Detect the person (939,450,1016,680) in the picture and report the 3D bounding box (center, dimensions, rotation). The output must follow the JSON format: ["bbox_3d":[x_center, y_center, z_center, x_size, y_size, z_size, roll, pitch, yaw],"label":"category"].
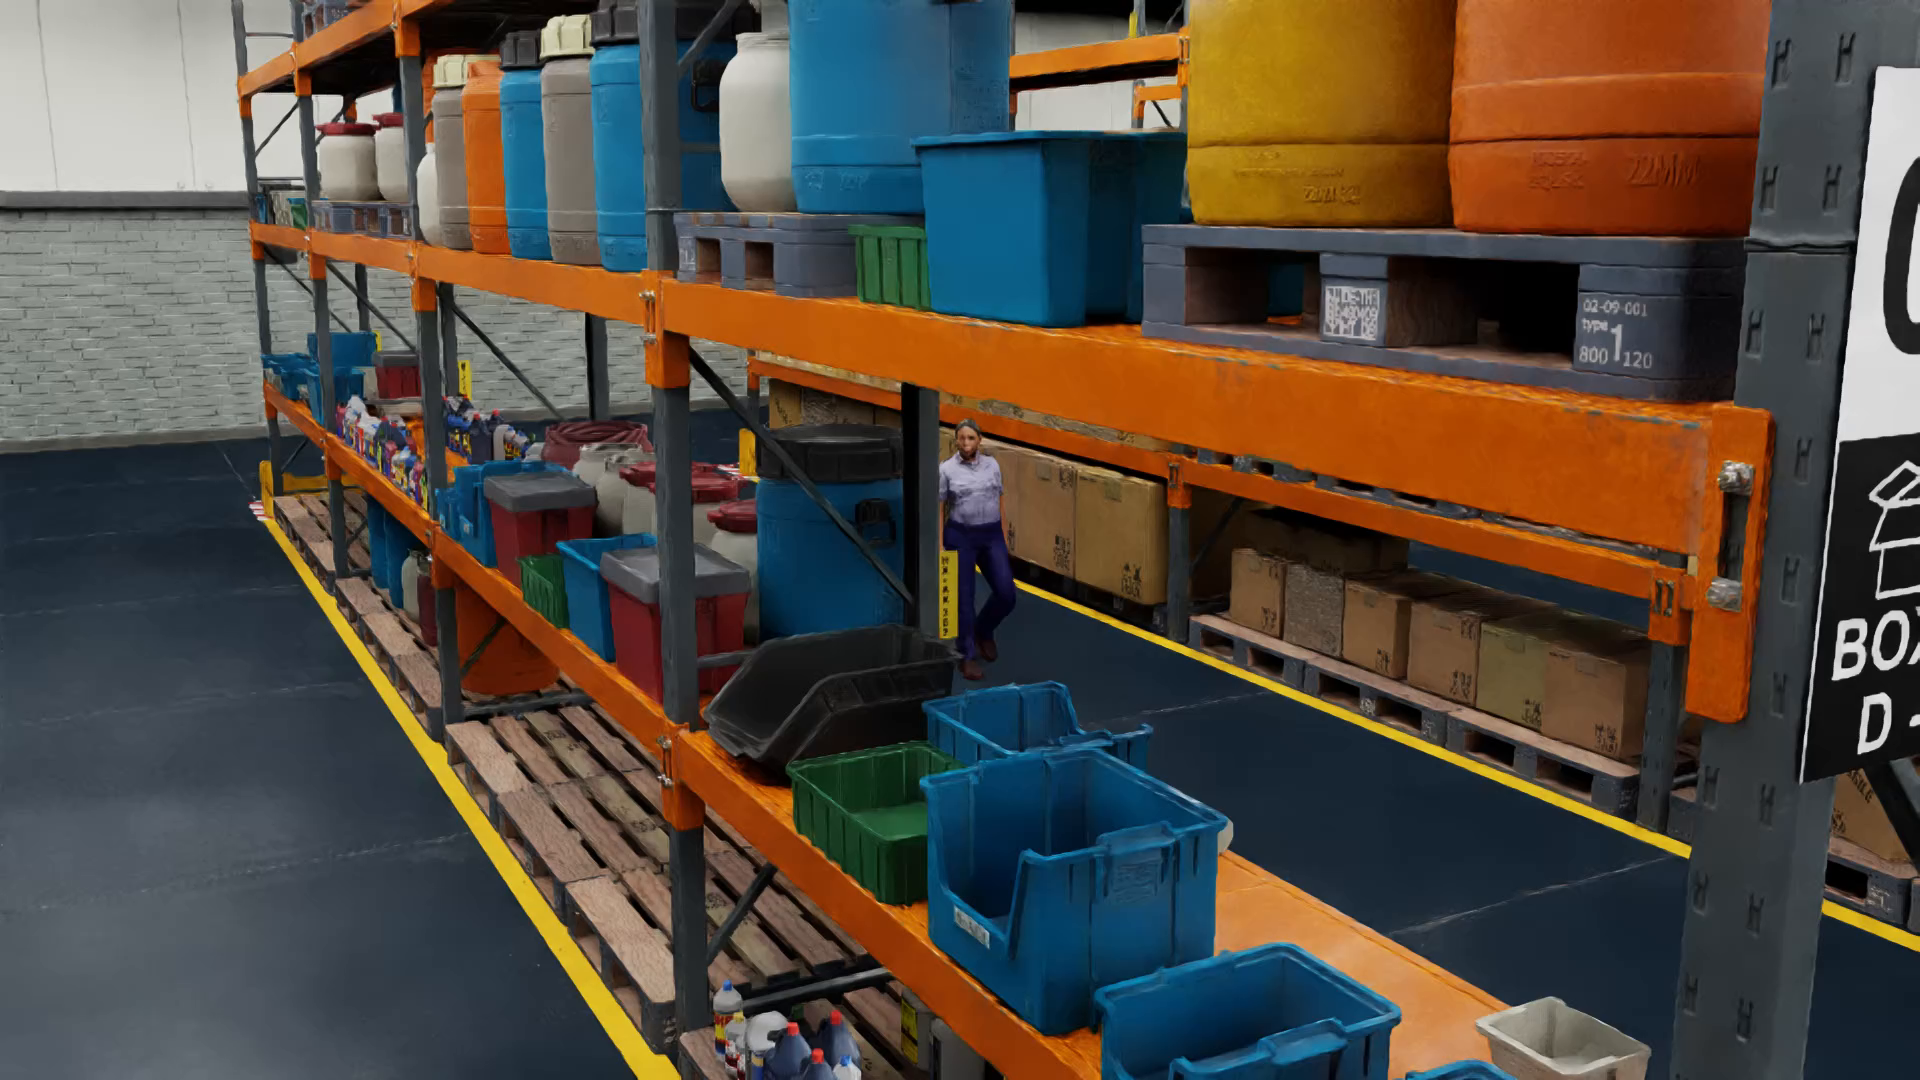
[{"bbox_3d":[0.096,0.142,10.780,0.496,1.444,0.548,-4,12,-17],"label":"person"}]
